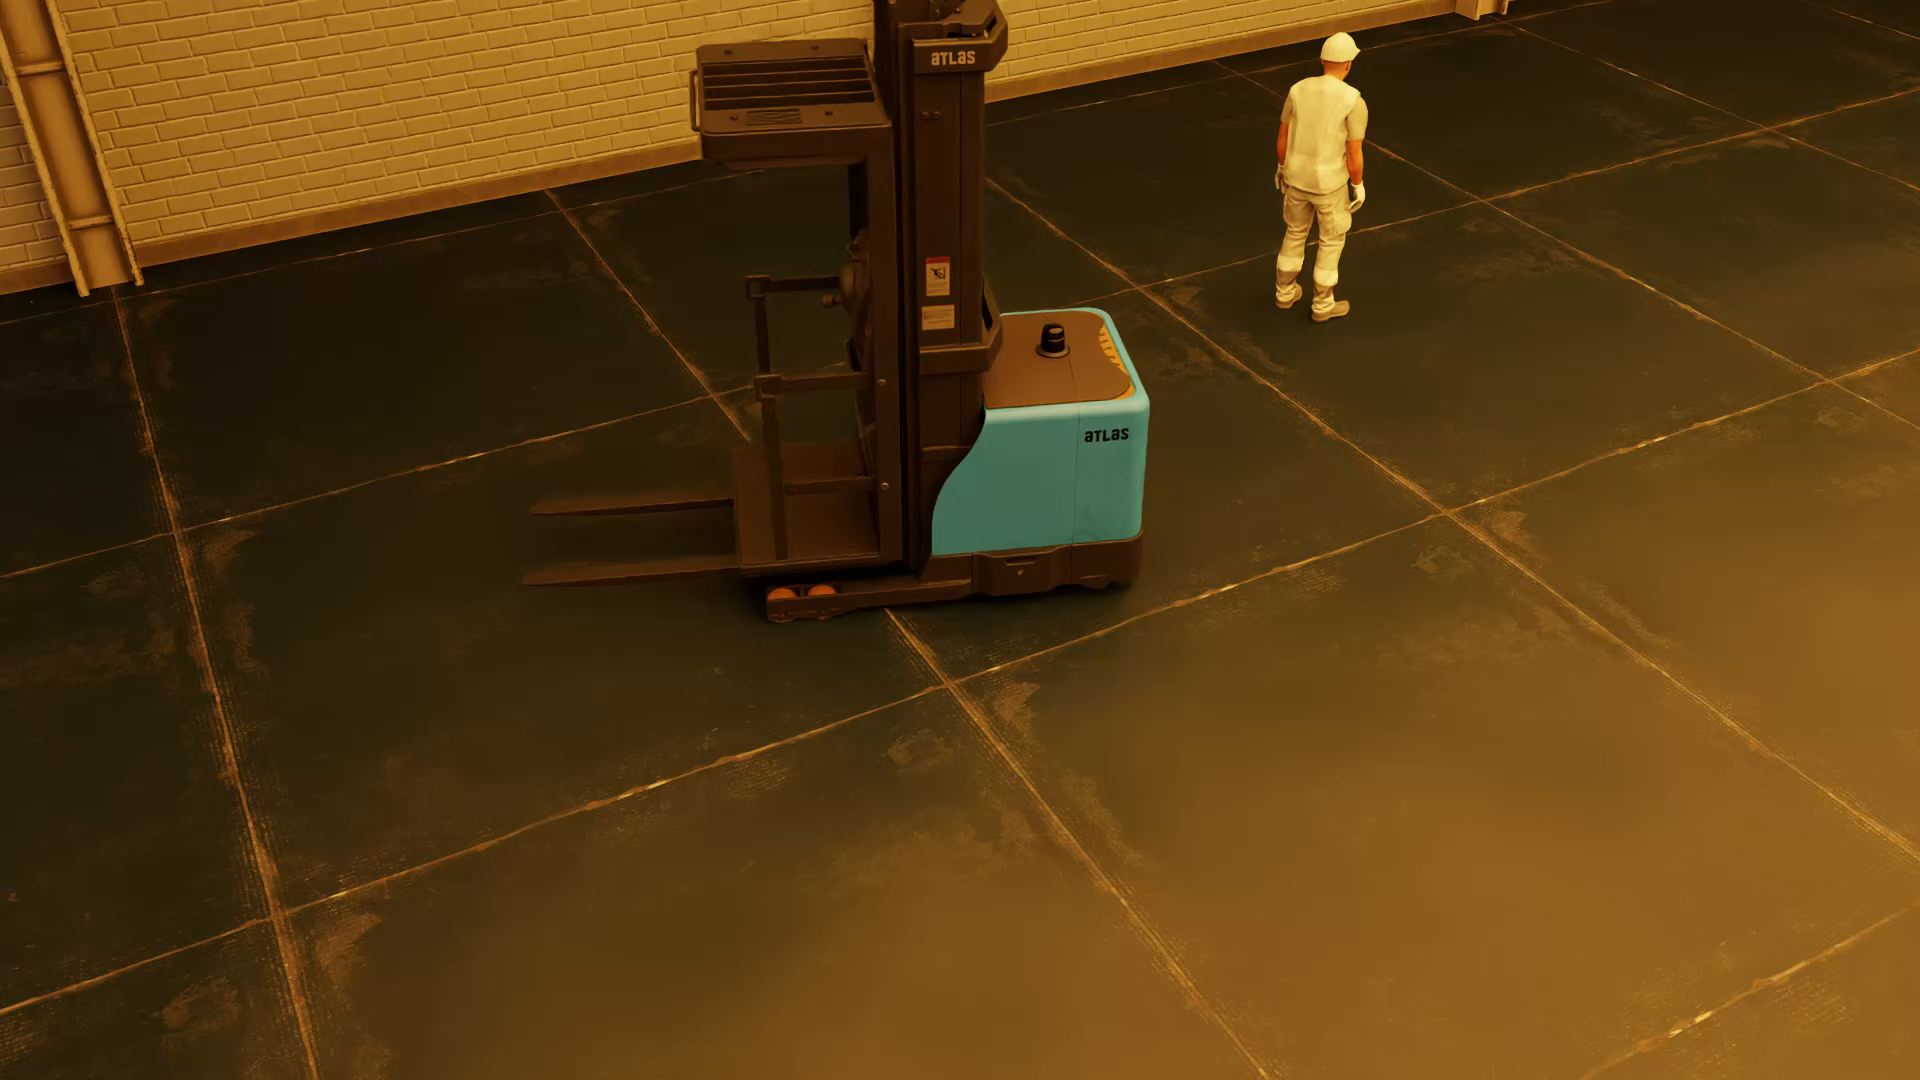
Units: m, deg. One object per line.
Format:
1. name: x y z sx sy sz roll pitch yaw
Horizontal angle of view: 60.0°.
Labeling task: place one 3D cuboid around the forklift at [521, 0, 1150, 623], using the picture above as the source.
1. forklift: -0.658 -1.121 7.709 3.031 2.935 1.130 -5 36 -7

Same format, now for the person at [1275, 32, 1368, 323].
1. person: 2.232 -2.227 10.277 0.597 1.777 0.451 26 43 32
